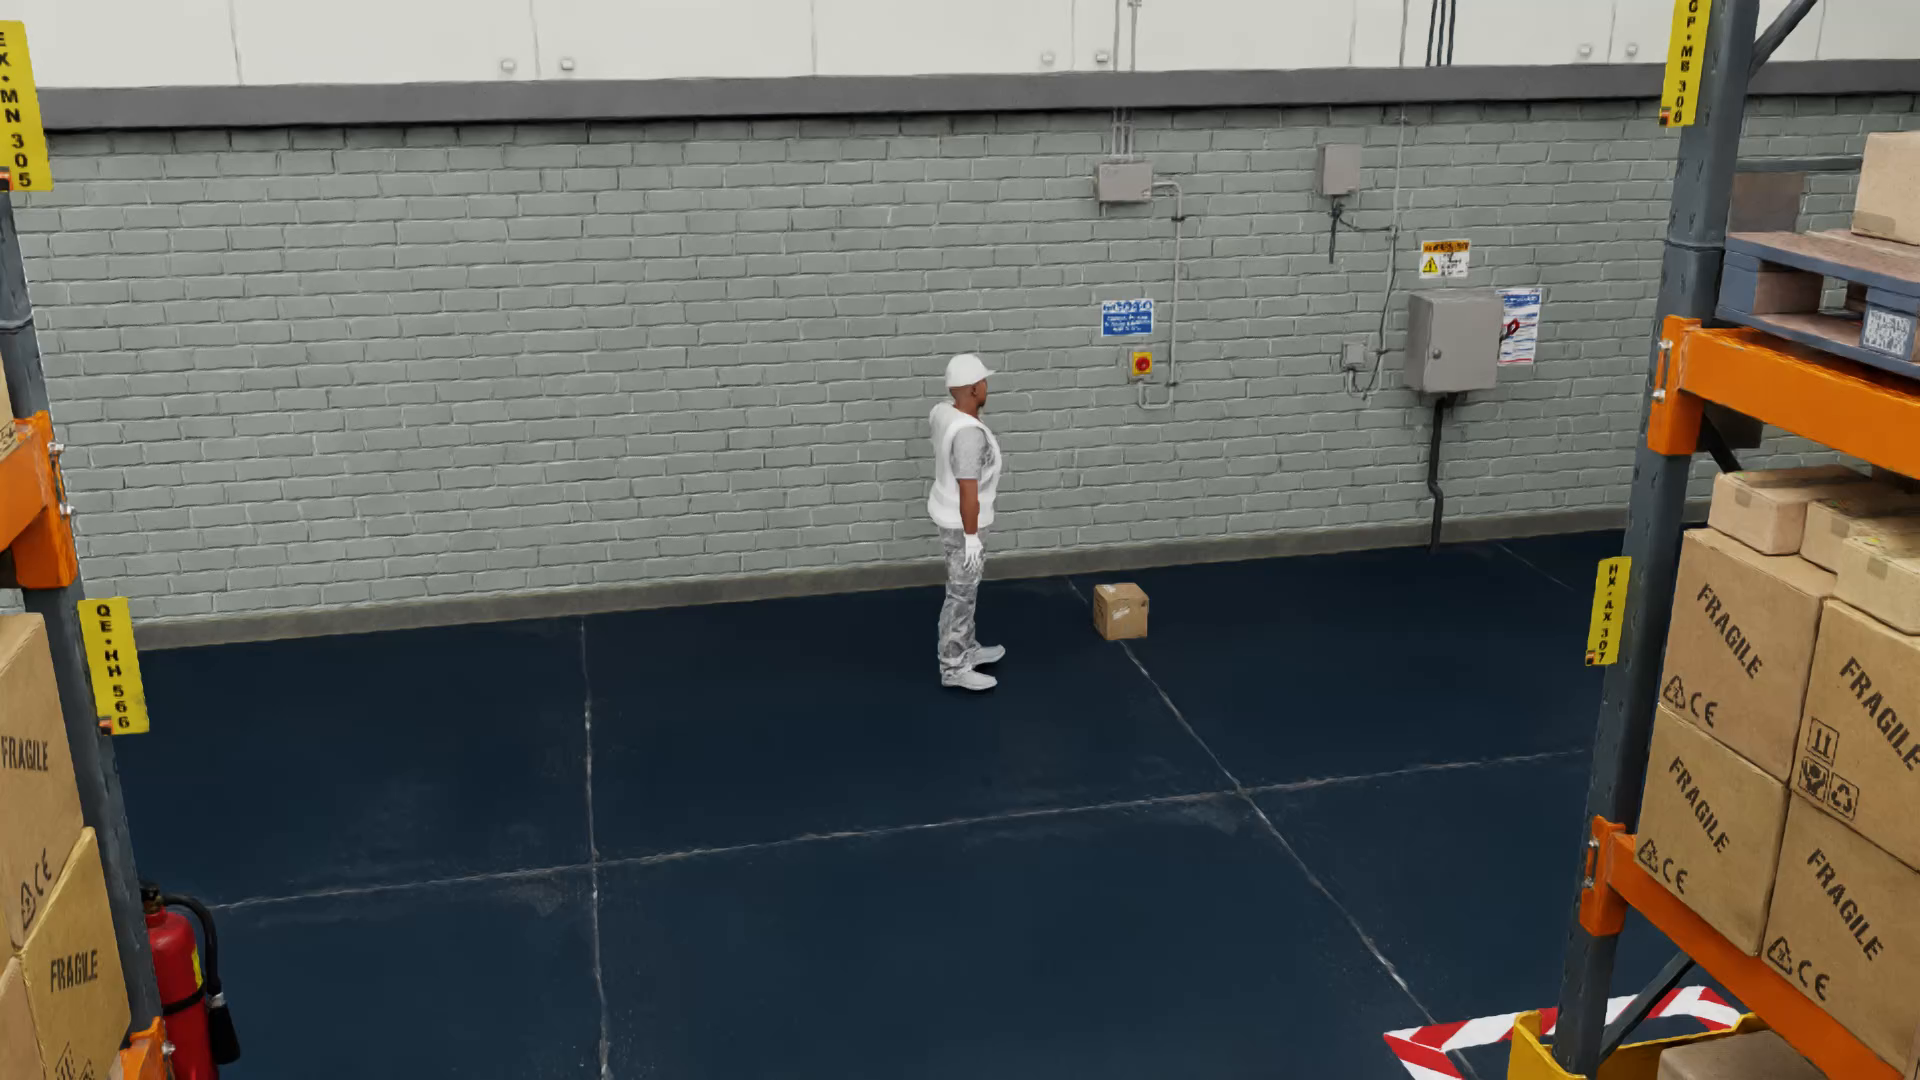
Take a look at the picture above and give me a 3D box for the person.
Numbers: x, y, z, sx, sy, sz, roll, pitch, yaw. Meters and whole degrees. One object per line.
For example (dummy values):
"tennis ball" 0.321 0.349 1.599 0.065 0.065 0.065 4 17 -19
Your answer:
"person" 0.072 -0.097 8.758 0.453 1.784 0.671 -4 20 -12
